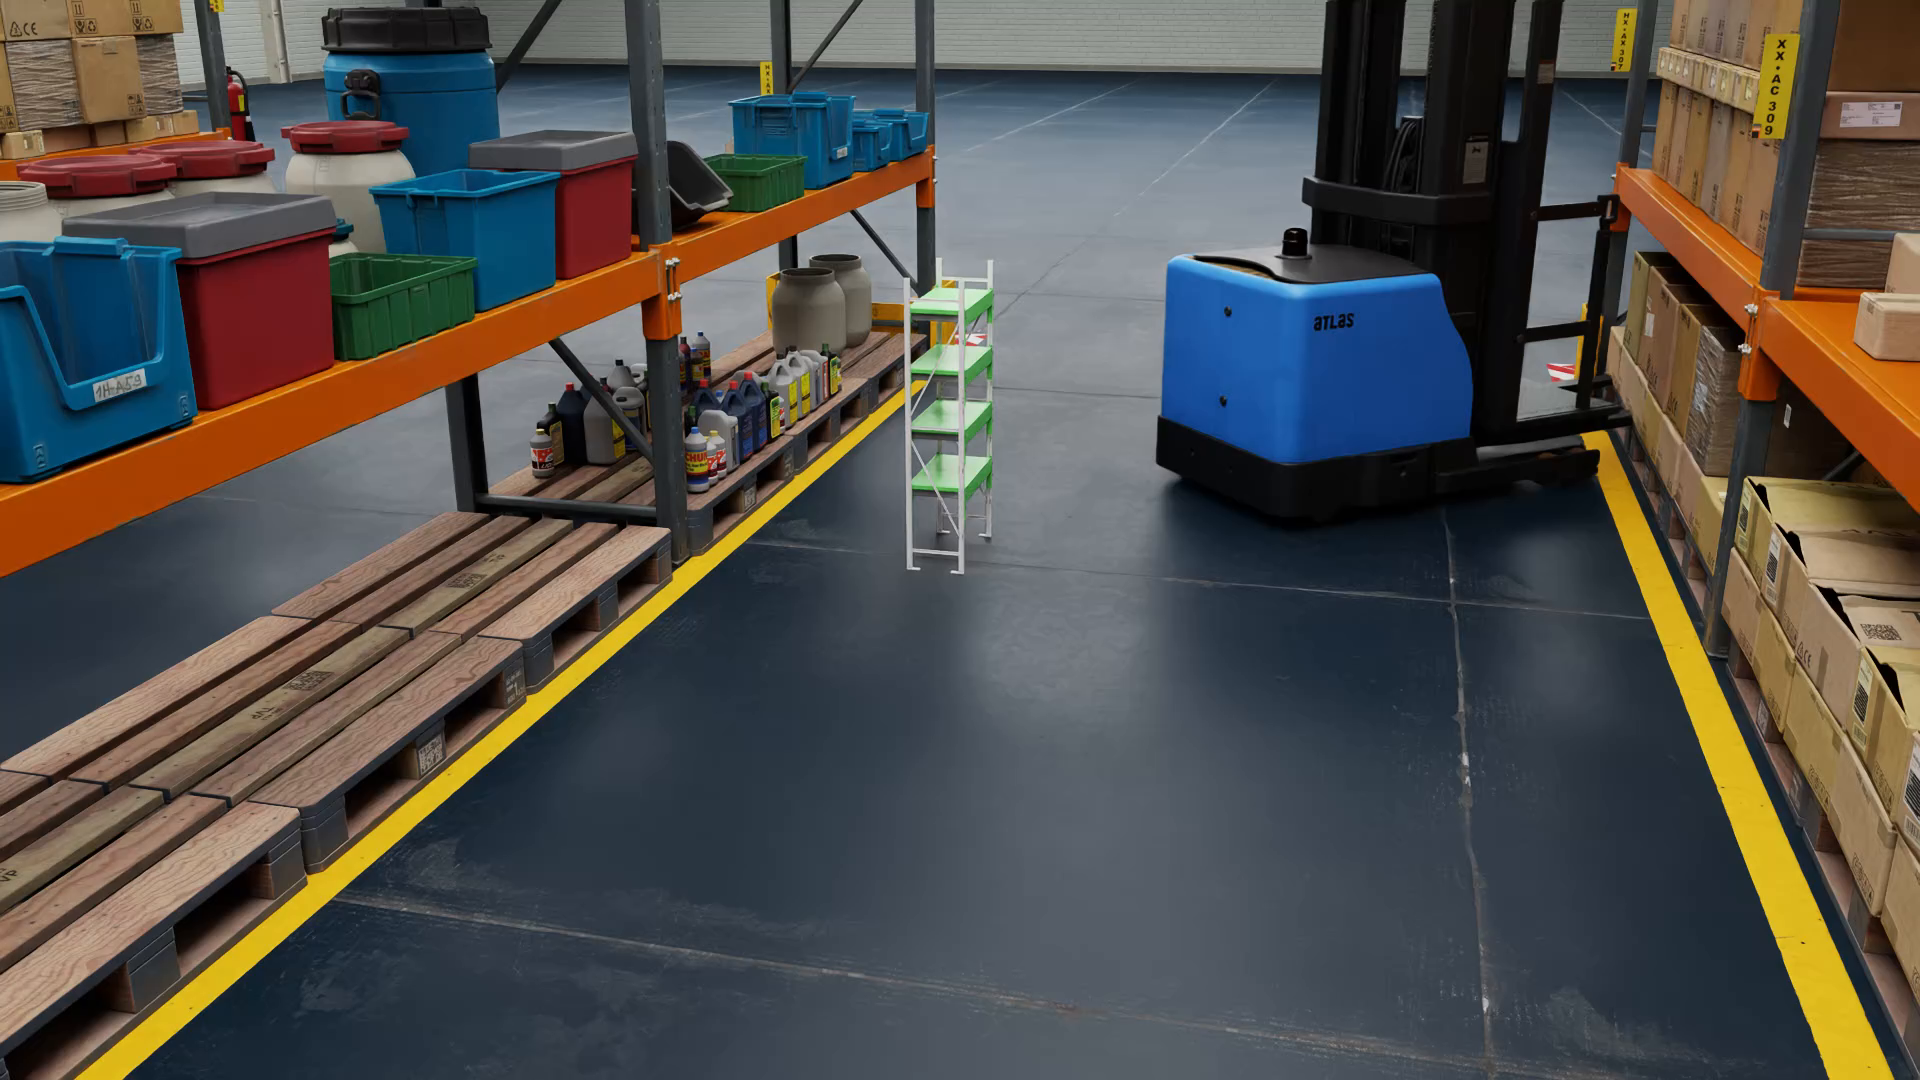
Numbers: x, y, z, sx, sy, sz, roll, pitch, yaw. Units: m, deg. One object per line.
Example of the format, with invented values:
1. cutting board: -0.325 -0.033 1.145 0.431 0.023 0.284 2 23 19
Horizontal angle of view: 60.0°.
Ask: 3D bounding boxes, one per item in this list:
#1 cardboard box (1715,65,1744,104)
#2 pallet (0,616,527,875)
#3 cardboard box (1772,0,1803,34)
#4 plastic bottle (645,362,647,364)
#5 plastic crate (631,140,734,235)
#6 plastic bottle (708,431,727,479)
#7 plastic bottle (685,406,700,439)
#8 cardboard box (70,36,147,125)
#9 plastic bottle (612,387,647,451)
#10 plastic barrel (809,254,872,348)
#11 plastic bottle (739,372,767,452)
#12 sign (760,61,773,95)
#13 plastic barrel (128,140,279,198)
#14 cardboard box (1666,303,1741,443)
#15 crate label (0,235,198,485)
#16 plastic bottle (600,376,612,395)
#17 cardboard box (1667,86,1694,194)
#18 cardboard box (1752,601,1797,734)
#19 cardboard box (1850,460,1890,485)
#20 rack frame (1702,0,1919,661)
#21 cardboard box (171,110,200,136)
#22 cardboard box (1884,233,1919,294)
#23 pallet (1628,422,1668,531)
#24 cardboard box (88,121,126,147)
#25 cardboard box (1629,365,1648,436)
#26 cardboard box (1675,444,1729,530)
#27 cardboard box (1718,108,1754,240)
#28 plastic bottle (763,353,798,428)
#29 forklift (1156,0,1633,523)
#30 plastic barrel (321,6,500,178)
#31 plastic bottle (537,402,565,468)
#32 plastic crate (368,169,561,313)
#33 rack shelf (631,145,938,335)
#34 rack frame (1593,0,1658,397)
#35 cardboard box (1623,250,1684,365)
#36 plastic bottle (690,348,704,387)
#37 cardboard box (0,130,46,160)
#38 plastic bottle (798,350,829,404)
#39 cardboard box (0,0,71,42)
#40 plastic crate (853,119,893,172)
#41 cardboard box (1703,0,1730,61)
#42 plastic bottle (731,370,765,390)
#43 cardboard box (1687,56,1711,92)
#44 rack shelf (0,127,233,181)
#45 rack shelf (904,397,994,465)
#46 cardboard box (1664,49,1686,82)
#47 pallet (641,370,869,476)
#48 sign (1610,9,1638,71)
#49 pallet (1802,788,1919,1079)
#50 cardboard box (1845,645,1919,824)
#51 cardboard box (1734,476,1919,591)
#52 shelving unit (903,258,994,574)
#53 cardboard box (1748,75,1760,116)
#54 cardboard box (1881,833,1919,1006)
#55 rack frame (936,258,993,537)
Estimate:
1. cardboard box: 3.405 -1.912 6.985 0.380 0.149 0.250 5 20 15
2. pallet: -2.080 0.586 5.145 1.003 0.211 1.213 5 19 13
3. cardboard box: 3.397 -1.933 6.045 0.700 0.500 0.500 5 19 13
4. plastic bottle: -1.556 -0.791 8.403 0.097 0.271 0.097 0 19 0
5. plastic crate: -1.379 -1.491 7.008 0.767 0.338 0.504 5 19 13
6. plastic bottle: -1.077 -0.379 7.305 0.097 0.201 0.097 0 19 0
7. plastic bottle: -1.178 -0.466 7.433 0.061 0.283 0.133 5 19 13
8. cardboard box: -5.622 -2.863 10.313 0.875 0.500 0.500 5 19 13
9. plastic bottle: -1.555 -0.566 7.738 0.152 0.276 0.135 5 19 13
10. plastic barrel: -0.739 -1.429 9.930 0.421 0.512 0.421 0 19 0
11. plastic bottle: -0.984 -0.600 7.722 0.144 0.351 0.185 4 19 11
12. sign: -1.185 -2.796 10.304 0.100 0.325 0.005 5 19 13
13. plastic barrel: -2.256 -0.918 5.024 0.433 0.535 0.433 0 19 0
14. cardboard box: 3.326 -0.702 7.045 0.500 0.500 0.500 5 19 13
15. crate label: -2.102 -0.419 3.719 0.502 0.435 0.616 5 19 13
16. plastic bottle: -1.706 -0.628 7.907 0.061 0.283 0.133 6 20 17
17. cardboard box: 3.900 -1.965 8.144 0.700 0.500 0.500 5 20 15
18. cardboard box: 2.707 0.396 4.993 0.500 0.250 0.500 5 20 15
19. cardboard box: 3.589 -0.347 6.006 0.500 0.500 0.500 5 19 13
20. rack frame: 3.172 -0.974 5.398 1.000 3.000 0.127 5 19 13
21. cardboard box: -5.325 -2.786 11.094 0.380 0.149 0.250 5 19 13
22. cardboard box: 3.094 -0.745 4.960 0.500 0.250 0.500 6 20 17
23. pallet: 3.703 -0.284 7.692 1.003 0.211 1.213 5 19 13
24. cardboard box: -5.474 -2.549 10.397 0.380 0.149 0.250 5 19 13
25. cardboard box: 3.562 -0.661 8.086 0.500 0.250 0.500 5 19 13
26. cardboard box: 3.205 -0.190 6.707 0.500 0.250 0.500 5 19 13
27. cardboard box: 3.524 -1.483 6.735 0.700 0.500 0.500 5 19 14
28. plastic bottle: -0.880 -0.733 8.112 0.144 0.351 0.185 5 19 13
29. forklift: 2.501 -1.777 7.857 3.031 2.935 1.130 -9 21 -25
30. plastic barrel: -2.018 -1.506 6.181 0.600 0.901 0.708 5 19 13
31. plastic bottle: -1.832 -0.466 7.432 0.061 0.283 0.133 6 20 16
32. plastic crate: -1.598 -0.988 5.465 0.392 0.384 0.575 5 19 13
33. rack shelf: -1.141 -1.653 8.498 1.077 0.370 4.000 5 19 13
34. rack frame: 4.150 -2.228 9.068 1.000 3.000 0.127 5 19 13
35. cardboard box: 3.683 -1.173 8.424 0.500 0.500 0.500 5 19 13
36. plastic bottle: -1.423 -0.928 8.912 0.097 0.201 0.097 0 19 0
37. cardboard box: -5.590 -2.308 9.693 0.380 0.149 0.250 5 19 13
38. plastic bottle: -0.764 -0.852 8.575 0.152 0.276 0.135 5 19 14
39. cardboard box: -5.591 -3.167 9.656 0.500 0.500 0.500 5 19 13
40. plastic crate: -0.649 -2.166 9.118 0.499 0.251 0.408 5 19 13
41. cardboard box: 3.765 -2.404 7.422 0.700 0.500 0.500 5 19 14
42. plastic bottle: -1.030 -0.702 8.135 0.152 0.276 0.135 5 19 13
43. cardboard box: 3.594 -2.152 7.689 0.380 0.149 0.250 4 19 12
44. rack shelf: -5.944 -2.044 9.643 1.077 0.370 4.000 5 19 13
45. rack shelf: -0.040 -0.455 6.862 0.258 0.148 0.480 5 19 13
46. cardboard box: 3.783 -2.393 8.394 0.380 0.149 0.250 4 19 12
47. pallet: -1.129 -0.637 8.727 1.003 0.211 1.213 5 19 13
48. sign: 3.613 -2.720 9.049 0.100 0.325 0.005 5 19 13
49. pallet: 2.734 0.963 4.040 1.003 0.211 1.213 5 19 13
50. cardboard box: 2.455 0.455 3.951 0.500 0.311 0.500 5 20 15
51. cardboard box: 2.830 -0.027 5.362 0.500 0.311 0.500 5 19 14
52. shelving unit: -0.040 -0.516 6.842 0.258 1.200 0.503 5 19 13
53. cardboard box: 3.218 -1.672 6.284 0.380 0.149 0.250 5 19 13
54. cardboard box: 2.335 0.879 3.578 0.500 0.250 0.500 5 20 15
55. rack frame: 0.019 -0.592 7.066 0.240 1.200 0.015 5 19 13
